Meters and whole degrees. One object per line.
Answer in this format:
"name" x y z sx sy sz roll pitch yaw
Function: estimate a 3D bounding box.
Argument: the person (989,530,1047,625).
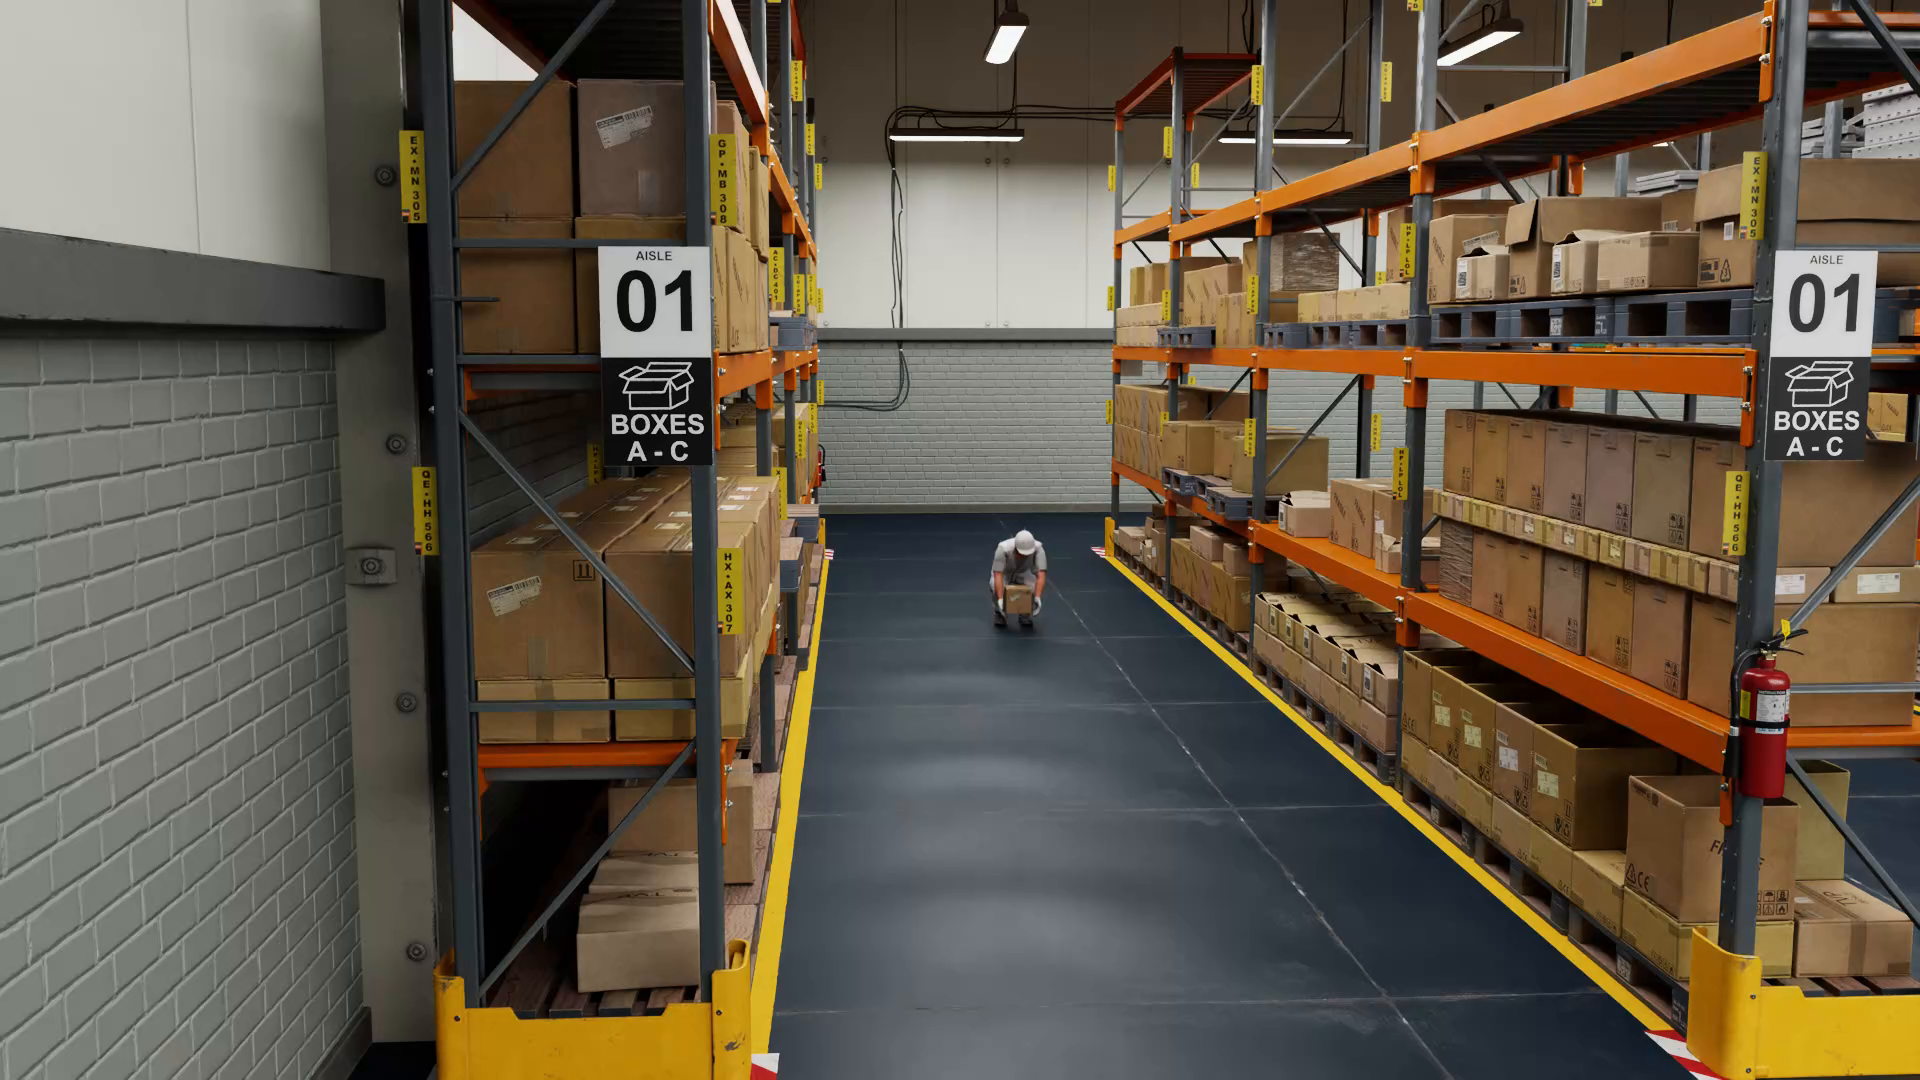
"person" 0.582 0.372 16.812 0.574 1.015 0.882 0 7 -4
